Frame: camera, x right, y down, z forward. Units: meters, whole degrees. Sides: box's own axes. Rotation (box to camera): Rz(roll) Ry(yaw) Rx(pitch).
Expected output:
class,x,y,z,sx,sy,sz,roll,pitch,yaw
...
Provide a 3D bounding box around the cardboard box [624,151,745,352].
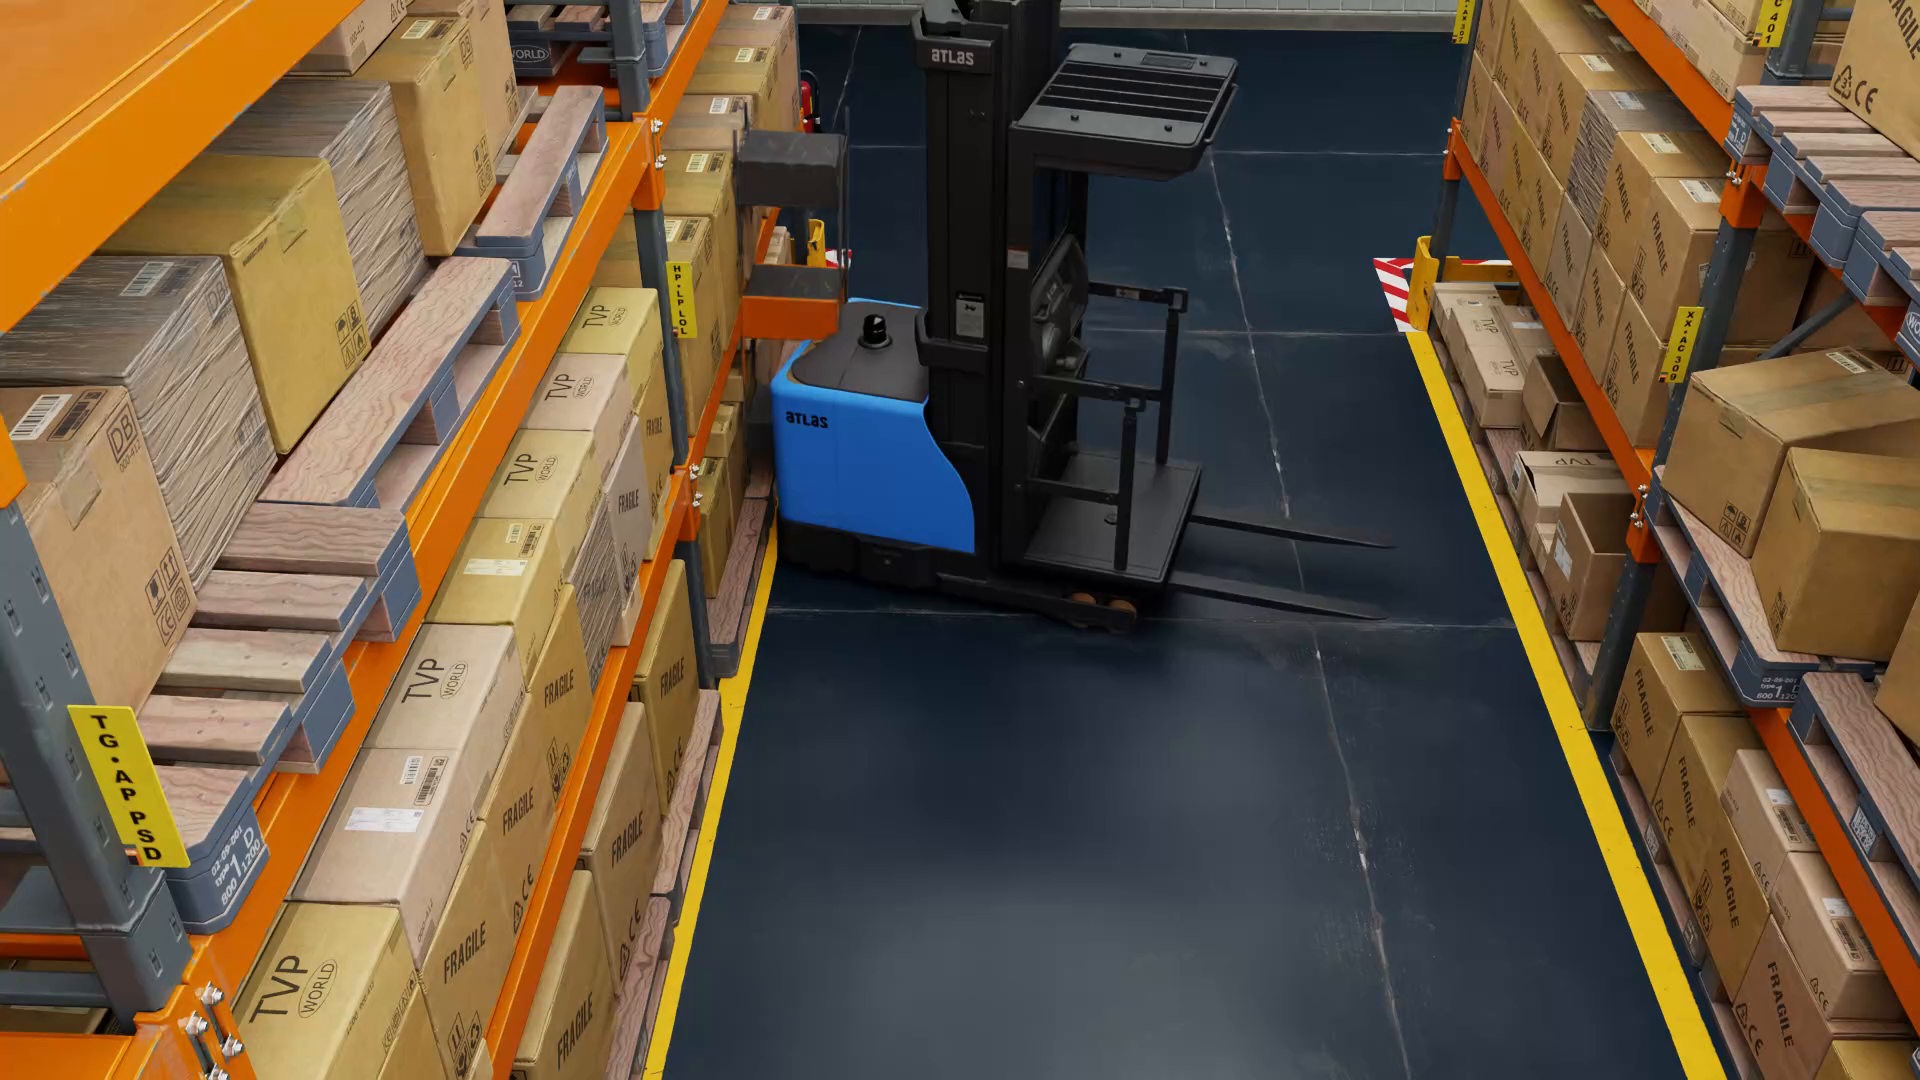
class,x,y,z,sx,sy,sz,roll,pitch,yaw
cardboard box,-1.556,-1.352,7.750,0.980,0.700,0.700,0,35,1

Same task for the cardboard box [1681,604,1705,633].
class,x,y,z,sx,sy,sz,roll,pitch,yaw
cardboard box,3.554,0.297,7.620,0.500,0.311,0.500,1,35,2

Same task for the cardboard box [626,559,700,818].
class,x,y,z,sx,sy,sz,roll,pitch,yaw
cardboard box,-1.525,0.585,6.759,0.750,0.750,0.750,2,35,2

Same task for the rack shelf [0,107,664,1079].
class,x,y,z,sx,sy,sz,roll,pitch,yaw
rack shelf,-1.709,-0.283,4.506,1.077,0.370,4.000,1,35,2

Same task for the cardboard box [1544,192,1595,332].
class,x,y,z,sx,sy,sz,roll,pitch,yaw
cardboard box,3.122,-1.312,7.867,0.500,0.500,0.500,2,35,3

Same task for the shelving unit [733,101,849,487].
class,x,y,z,sx,sy,sz,roll,pitch,yaw
shelving unit,-0.834,-1.113,8.410,0.503,2.100,0.431,3,34,0

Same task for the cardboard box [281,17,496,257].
class,x,y,z,sx,sy,sz,roll,pitch,yaw
cardboard box,-1.732,-1.123,4.606,0.700,0.500,0.500,1,35,1

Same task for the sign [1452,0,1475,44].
class,x,y,z,sx,sy,sz,roll,pitch,yaw
sign,2.939,-3.051,9.676,0.100,0.325,0.005,1,35,2

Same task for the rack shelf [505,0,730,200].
class,x,y,z,sx,sy,sz,roll,pitch,yaw
rack shelf,-1.549,-2.581,7.776,1.077,0.370,4.000,1,35,2

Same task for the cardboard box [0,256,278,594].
class,x,y,z,sx,sy,sz,roll,pitch,yaw
cardboard box,-1.859,-0.235,3.342,0.700,0.500,0.500,0,35,-1

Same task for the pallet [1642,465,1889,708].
class,x,y,z,sx,sy,sz,roll,pitch,yaw
pallet,3.180,0.148,6.043,1.003,0.211,1.213,1,35,2

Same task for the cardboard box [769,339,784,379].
class,x,y,z,sx,sy,sz,roll,pitch,yaw
cardboard box,-1.417,-1.254,9.680,0.700,0.500,0.500,1,35,2

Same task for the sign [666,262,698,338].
class,x,y,z,sx,sy,sz,roll,pitch,yaw
sign,-1.086,-0.933,6.477,0.100,0.325,0.005,1,35,2

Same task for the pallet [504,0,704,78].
class,x,y,z,sx,sy,sz,roll,pitch,yaw
pallet,-1.586,-2.160,6.628,1.003,0.211,1.213,1,35,2

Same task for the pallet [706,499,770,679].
class,x,y,z,sx,sy,sz,roll,pitch,yaw
pallet,-1.520,0.207,8.218,1.003,0.211,1.213,1,35,2

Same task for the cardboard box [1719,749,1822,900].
class,x,y,z,sx,sy,sz,roll,pitch,yaw
cardboard box,3.018,0.996,5.809,0.500,0.250,0.500,1,35,2

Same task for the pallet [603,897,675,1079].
class,x,y,z,sx,sy,sz,roll,pitch,yaw
pallet,-1.631,1.790,5.966,1.003,0.211,1.213,1,35,2

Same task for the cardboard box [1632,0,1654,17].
class,x,y,z,sx,sy,sz,roll,pitch,yaw
cardboard box,3.117,-2.413,7.042,0.500,0.250,0.500,1,35,2

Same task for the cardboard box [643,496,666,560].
class,x,y,z,sx,sy,sz,roll,pitch,yaw
cardboard box,-1.346,-0.058,6.371,0.380,0.149,0.250,2,35,3

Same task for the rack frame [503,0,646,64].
class,x,y,z,sx,sy,sz,roll,pitch,yaw
rack frame,-1.629,-2.953,5.072,1.000,3.000,0.127,1,35,2

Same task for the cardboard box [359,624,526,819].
class,x,y,z,sx,sy,sz,roll,pitch,yaw
cardboard box,-1.477,0.471,4.402,0.500,0.250,0.500,2,35,2

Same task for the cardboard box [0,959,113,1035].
class,x,y,z,sx,sy,sz,roll,pitch,yaw
cardboard box,-2.031,1.055,3.571,0.500,0.250,0.500,2,35,3

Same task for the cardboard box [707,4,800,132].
class,x,y,z,sx,sy,sz,roll,pitch,yaw
cardboard box,-1.479,-2.627,9.563,0.980,0.700,0.700,3,35,4

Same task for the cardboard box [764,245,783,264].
class,x,y,z,sx,sy,sz,roll,pitch,yaw
cardboard box,-1.229,-1.582,9.583,0.380,0.149,0.250,2,35,3

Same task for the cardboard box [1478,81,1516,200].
class,x,y,z,sx,sy,sz,roll,pitch,yaw
cardboard box,3.185,-2.180,9.102,0.500,0.500,0.500,1,35,1

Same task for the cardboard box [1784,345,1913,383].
class,x,y,z,sx,sy,sz,roll,pitch,yaw
cardboard box,3.614,-0.714,7.016,0.500,0.500,0.500,2,35,3

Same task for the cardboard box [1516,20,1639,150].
class,x,y,z,sx,sy,sz,roll,pitch,yaw
cardboard box,3.162,-2.298,8.400,0.500,0.500,0.500,2,35,3

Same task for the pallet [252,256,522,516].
class,x,y,z,sx,sy,sz,roll,pitch,yaw
pallet,-1.775,-0.365,4.161,1.003,0.211,1.213,3,35,4

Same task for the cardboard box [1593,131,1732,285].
class,x,y,z,sx,sy,sz,roll,pitch,yaw
cardboard box,3.100,-1.428,7.162,0.500,0.500,0.500,1,35,1

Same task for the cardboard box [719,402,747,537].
class,x,y,z,sx,sy,sz,roll,pitch,yaw
cardboard box,-1.473,-0.364,8.414,0.700,0.500,0.500,1,35,1

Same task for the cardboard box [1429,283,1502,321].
class,x,y,z,sx,sy,sz,roll,pitch,yaw
cardboard box,3.121,-1.466,10.269,0.380,0.149,0.250,1,35,2

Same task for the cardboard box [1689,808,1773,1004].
class,x,y,z,sx,sy,sz,roll,pitch,yaw
cardboard box,3.020,1.322,5.997,0.500,0.500,0.500,2,35,2

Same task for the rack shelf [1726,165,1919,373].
class,x,y,z,sx,sy,sz,roll,pitch,yaw
rack shelf,3.241,-0.171,4.347,1.077,0.370,4.000,1,35,2

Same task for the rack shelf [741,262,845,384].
class,x,y,z,sx,sy,sz,roll,pitch,yaw
rack shelf,-0.835,-1.102,8.417,0.480,0.518,0.431,3,34,0

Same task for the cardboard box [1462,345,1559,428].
class,x,y,z,sx,sy,sz,roll,pitch,yaw
cardboard box,3.136,-0.859,9.319,0.500,0.250,0.500,1,35,2

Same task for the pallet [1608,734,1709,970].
class,x,y,z,sx,sy,sz,roll,pitch,yaw
pallet,3.326,1.222,6.773,1.003,0.211,1.213,1,35,2

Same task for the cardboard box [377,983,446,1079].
class,x,y,z,sx,sy,sz,roll,pitch,yaw
cardboard box,-1.514,1.355,3.796,0.500,0.500,0.500,2,35,3

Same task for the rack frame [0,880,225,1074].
class,x,y,z,sx,sy,sz,roll,pitch,yaw
rack frame,-1.790,1.799,3.527,1.000,3.000,0.127,1,35,2

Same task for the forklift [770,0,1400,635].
class,x,y,z,sx,sy,sz,roll,pitch,yaw
forklift,0.650,-1.085,7.690,3.031,2.935,1.130,10,36,14

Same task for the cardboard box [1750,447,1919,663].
class,x,y,z,sx,sy,sz,roll,pitch,yaw
cardboard box,3.114,0.064,5.544,0.700,0.500,0.500,7,36,9

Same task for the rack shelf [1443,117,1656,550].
class,x,y,z,sx,sy,sz,roll,pitch,yaw
rack shelf,3.401,-1.241,8.479,1.077,0.370,4.000,1,35,2

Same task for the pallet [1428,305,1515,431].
class,x,y,z,sx,sy,sz,roll,pitch,yaw
pallet,3.447,-1.042,9.995,1.003,0.211,1.213,1,35,2

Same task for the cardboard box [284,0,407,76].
class,x,y,z,sx,sy,sz,roll,pitch,yaw
cardboard box,-1.803,-1.434,4.397,0.500,0.250,0.500,0,35,0

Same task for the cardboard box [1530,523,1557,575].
class,x,y,z,sx,sy,sz,roll,pitch,yaw
cardboard box,3.015,0.049,8.114,0.380,0.149,0.250,1,35,2

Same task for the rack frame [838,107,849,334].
class,x,y,z,sx,sy,sz,roll,pitch,yaw
rack frame,-0.591,-1.100,8.408,0.015,2.100,0.400,3,34,0

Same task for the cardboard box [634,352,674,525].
class,x,y,z,sx,sy,sz,roll,pitch,yaw
cardboard box,-1.396,-0.399,6.291,0.500,0.500,0.500,1,35,1

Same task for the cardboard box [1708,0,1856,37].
class,x,y,z,sx,sy,sz,roll,pitch,yaw
cardboard box,3.069,-2.043,6.081,0.500,0.250,0.500,1,35,2

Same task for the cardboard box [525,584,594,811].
class,x,y,z,sx,sy,sz,roll,pitch,yaw
cardboard box,-1.450,0.470,5.055,0.500,0.500,0.500,2,35,3
